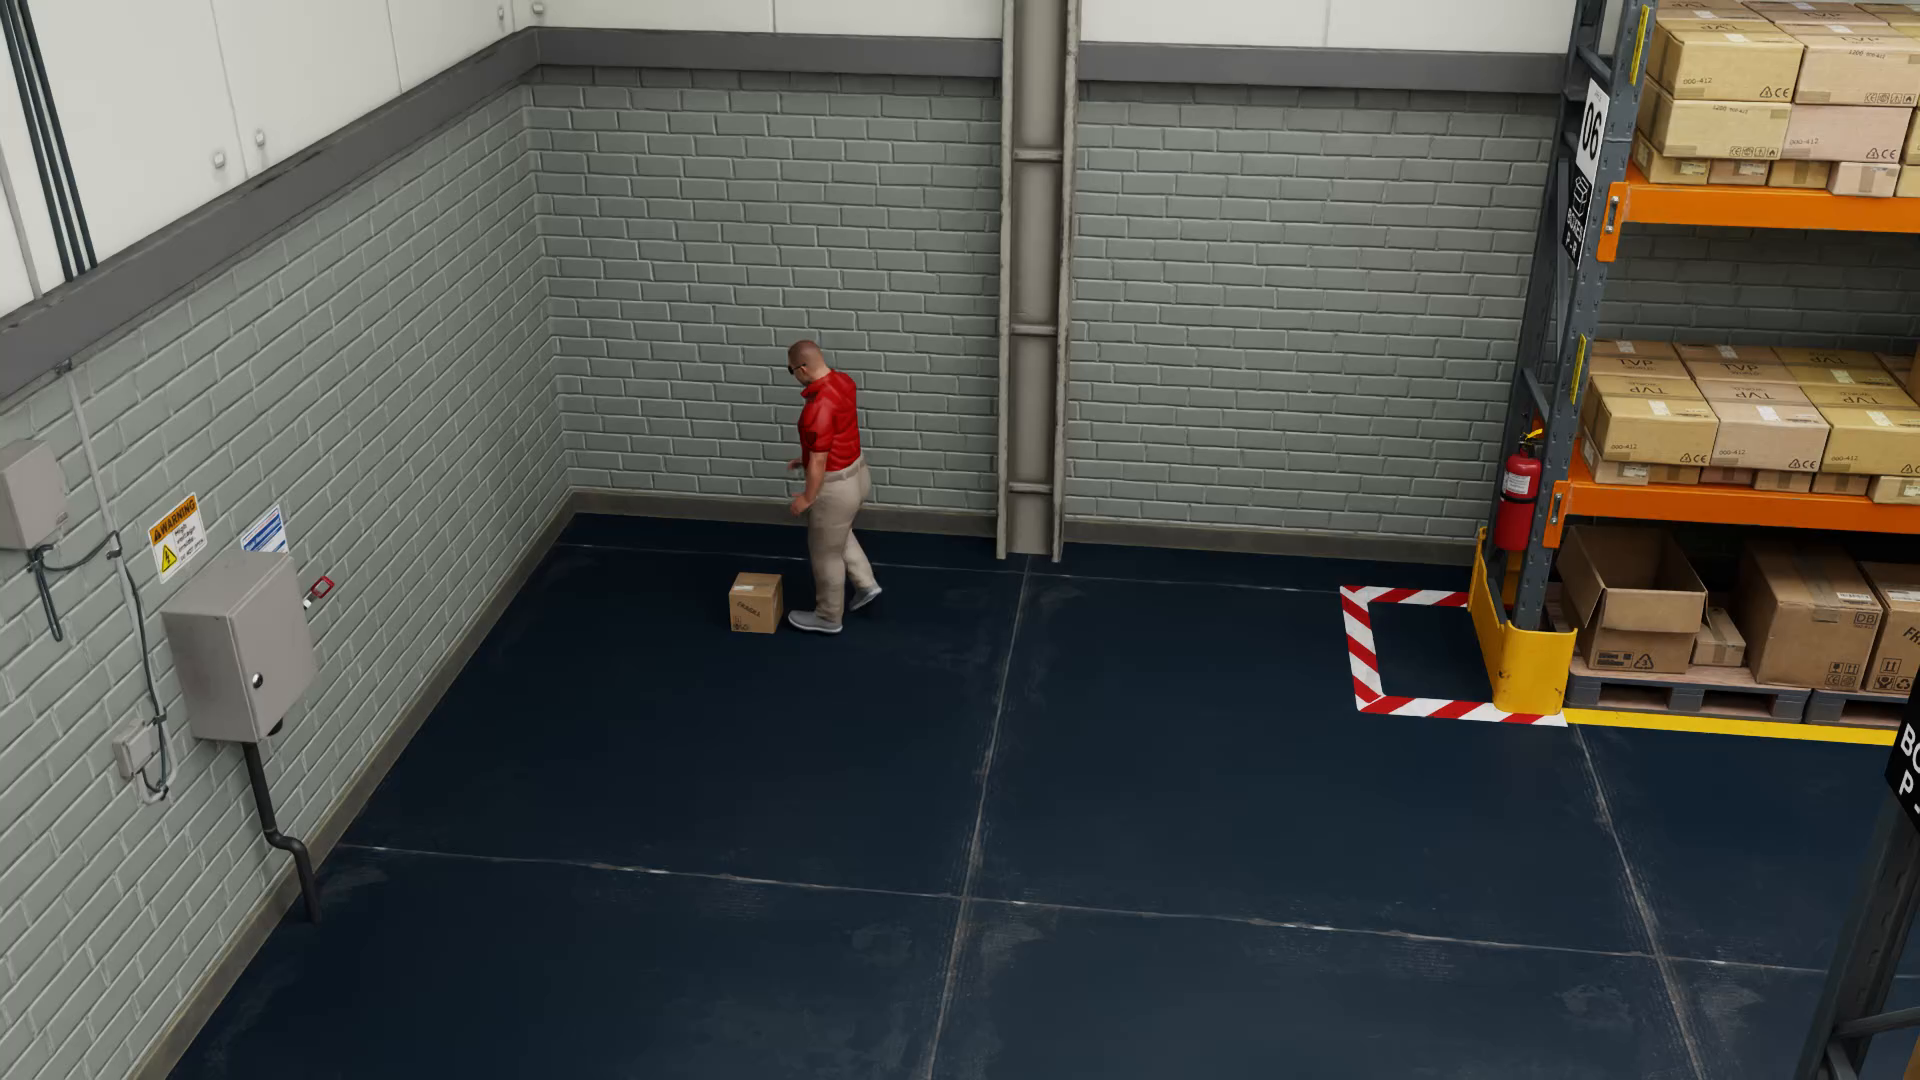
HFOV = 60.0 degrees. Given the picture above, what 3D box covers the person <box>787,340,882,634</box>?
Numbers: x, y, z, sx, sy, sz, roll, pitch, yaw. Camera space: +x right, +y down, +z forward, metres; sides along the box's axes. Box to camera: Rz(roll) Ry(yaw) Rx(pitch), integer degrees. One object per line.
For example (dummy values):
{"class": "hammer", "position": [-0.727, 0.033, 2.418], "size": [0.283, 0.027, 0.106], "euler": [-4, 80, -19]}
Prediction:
{"class": "person", "position": [-0.753, -0.283, 9.169], "size": [0.565, 1.742, 0.551], "euler": [9, 29, 16]}
